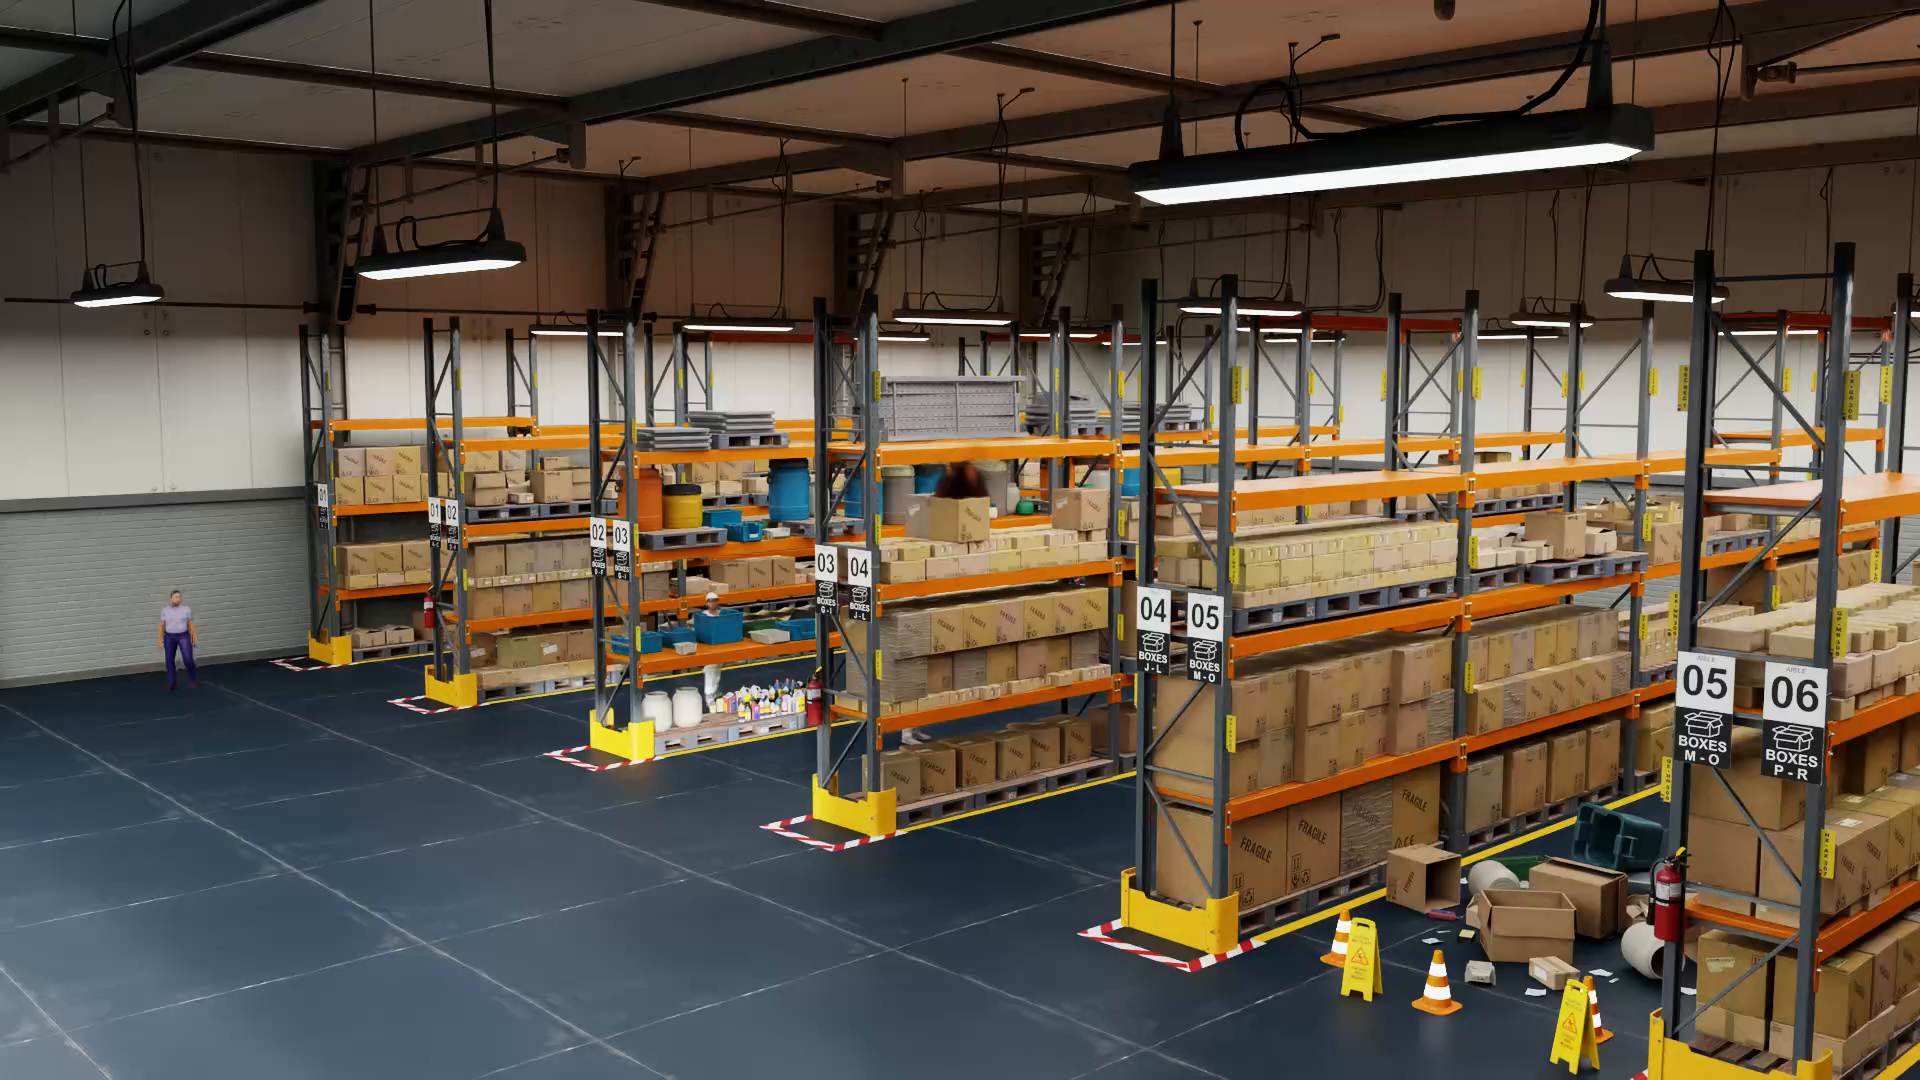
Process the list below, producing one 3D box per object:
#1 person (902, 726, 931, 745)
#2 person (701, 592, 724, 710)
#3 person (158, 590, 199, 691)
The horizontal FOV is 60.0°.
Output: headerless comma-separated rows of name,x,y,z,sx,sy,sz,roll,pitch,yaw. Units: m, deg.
person,-0.598,1.944,23.255,0.588,1.783,0.516,-6,8,-44
person,-3.749,1.698,25.526,0.476,1.794,0.580,4,7,38
person,-12.725,1.641,27.068,0.574,1.649,0.426,-1,6,-12
